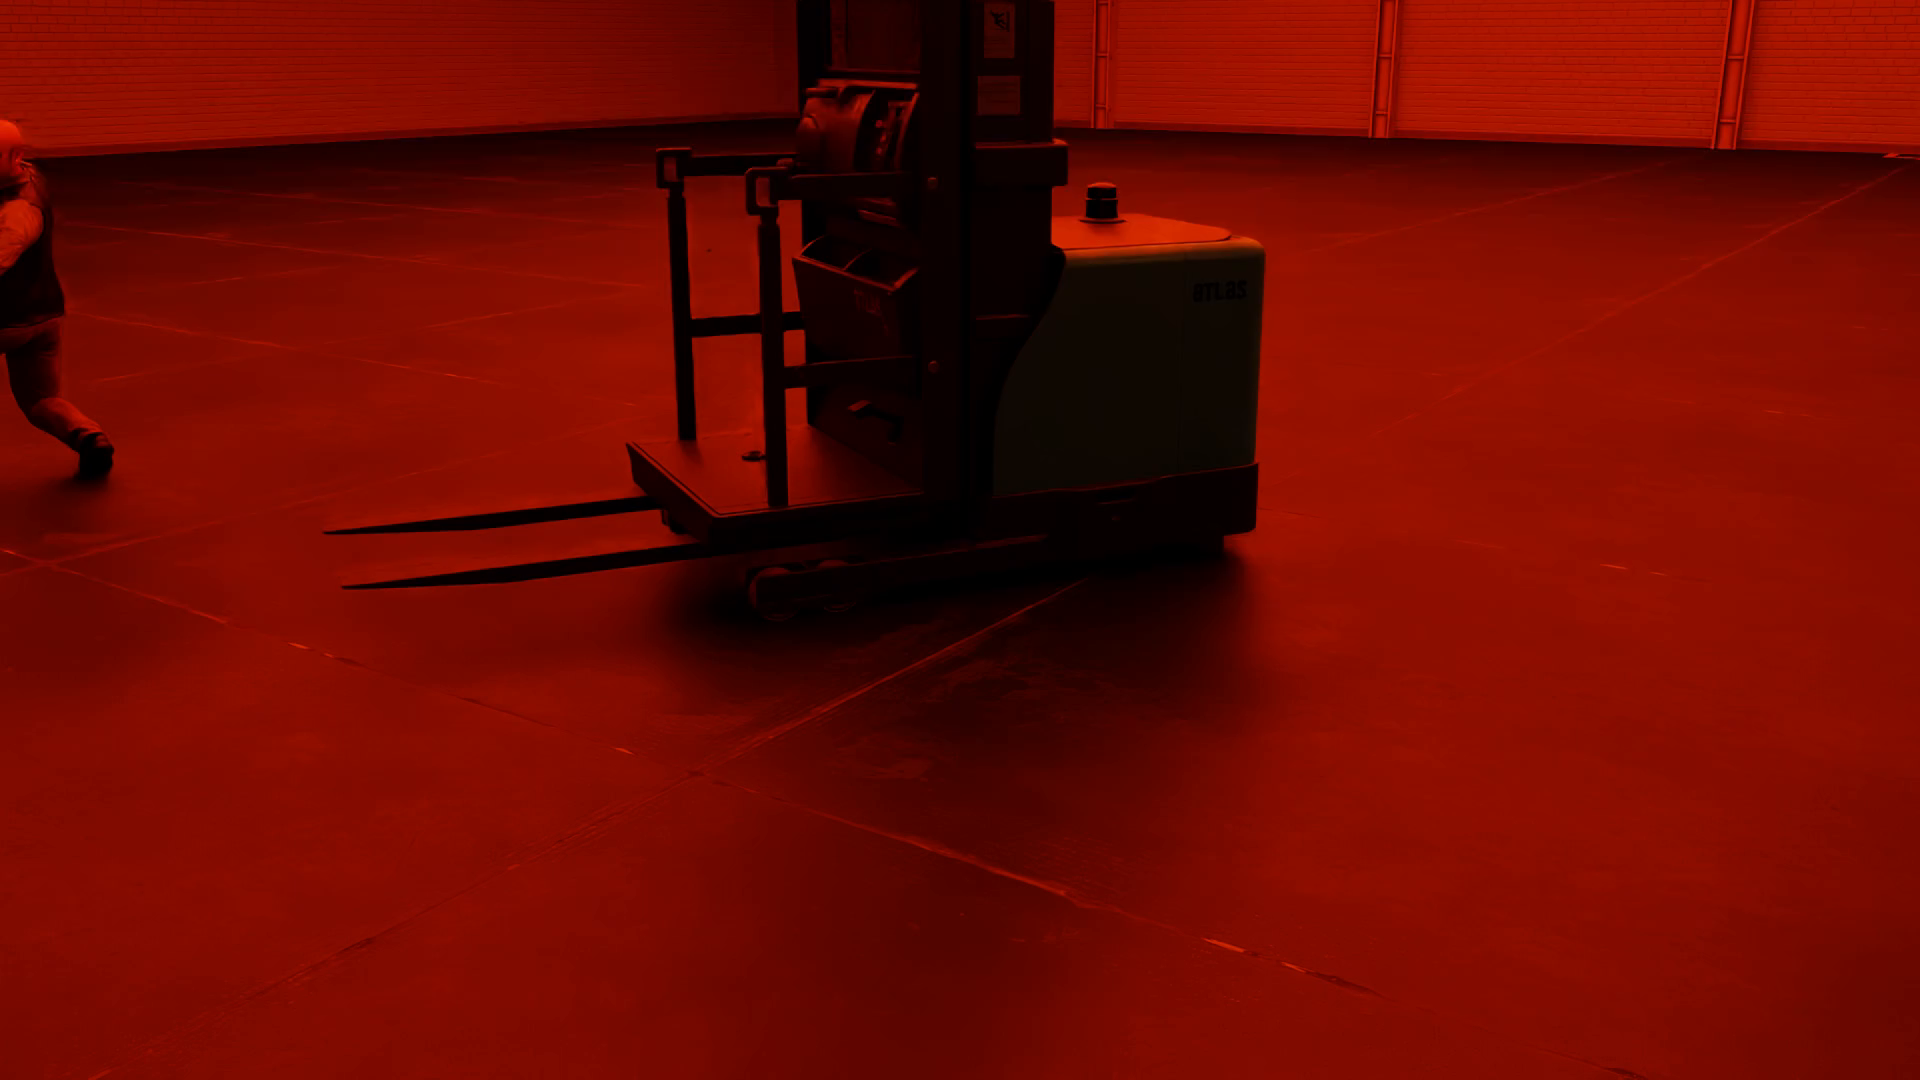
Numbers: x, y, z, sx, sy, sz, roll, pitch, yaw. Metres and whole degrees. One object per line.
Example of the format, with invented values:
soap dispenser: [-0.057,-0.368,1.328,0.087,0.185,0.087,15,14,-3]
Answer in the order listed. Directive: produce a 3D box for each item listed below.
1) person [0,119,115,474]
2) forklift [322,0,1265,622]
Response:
person: [-3.935,-0.911,6.509,0.957,1.427,0.955,2,17,7]
forklift: [-0.520,-1.325,5.264,3.031,2.935,1.130,-8,18,-24]
